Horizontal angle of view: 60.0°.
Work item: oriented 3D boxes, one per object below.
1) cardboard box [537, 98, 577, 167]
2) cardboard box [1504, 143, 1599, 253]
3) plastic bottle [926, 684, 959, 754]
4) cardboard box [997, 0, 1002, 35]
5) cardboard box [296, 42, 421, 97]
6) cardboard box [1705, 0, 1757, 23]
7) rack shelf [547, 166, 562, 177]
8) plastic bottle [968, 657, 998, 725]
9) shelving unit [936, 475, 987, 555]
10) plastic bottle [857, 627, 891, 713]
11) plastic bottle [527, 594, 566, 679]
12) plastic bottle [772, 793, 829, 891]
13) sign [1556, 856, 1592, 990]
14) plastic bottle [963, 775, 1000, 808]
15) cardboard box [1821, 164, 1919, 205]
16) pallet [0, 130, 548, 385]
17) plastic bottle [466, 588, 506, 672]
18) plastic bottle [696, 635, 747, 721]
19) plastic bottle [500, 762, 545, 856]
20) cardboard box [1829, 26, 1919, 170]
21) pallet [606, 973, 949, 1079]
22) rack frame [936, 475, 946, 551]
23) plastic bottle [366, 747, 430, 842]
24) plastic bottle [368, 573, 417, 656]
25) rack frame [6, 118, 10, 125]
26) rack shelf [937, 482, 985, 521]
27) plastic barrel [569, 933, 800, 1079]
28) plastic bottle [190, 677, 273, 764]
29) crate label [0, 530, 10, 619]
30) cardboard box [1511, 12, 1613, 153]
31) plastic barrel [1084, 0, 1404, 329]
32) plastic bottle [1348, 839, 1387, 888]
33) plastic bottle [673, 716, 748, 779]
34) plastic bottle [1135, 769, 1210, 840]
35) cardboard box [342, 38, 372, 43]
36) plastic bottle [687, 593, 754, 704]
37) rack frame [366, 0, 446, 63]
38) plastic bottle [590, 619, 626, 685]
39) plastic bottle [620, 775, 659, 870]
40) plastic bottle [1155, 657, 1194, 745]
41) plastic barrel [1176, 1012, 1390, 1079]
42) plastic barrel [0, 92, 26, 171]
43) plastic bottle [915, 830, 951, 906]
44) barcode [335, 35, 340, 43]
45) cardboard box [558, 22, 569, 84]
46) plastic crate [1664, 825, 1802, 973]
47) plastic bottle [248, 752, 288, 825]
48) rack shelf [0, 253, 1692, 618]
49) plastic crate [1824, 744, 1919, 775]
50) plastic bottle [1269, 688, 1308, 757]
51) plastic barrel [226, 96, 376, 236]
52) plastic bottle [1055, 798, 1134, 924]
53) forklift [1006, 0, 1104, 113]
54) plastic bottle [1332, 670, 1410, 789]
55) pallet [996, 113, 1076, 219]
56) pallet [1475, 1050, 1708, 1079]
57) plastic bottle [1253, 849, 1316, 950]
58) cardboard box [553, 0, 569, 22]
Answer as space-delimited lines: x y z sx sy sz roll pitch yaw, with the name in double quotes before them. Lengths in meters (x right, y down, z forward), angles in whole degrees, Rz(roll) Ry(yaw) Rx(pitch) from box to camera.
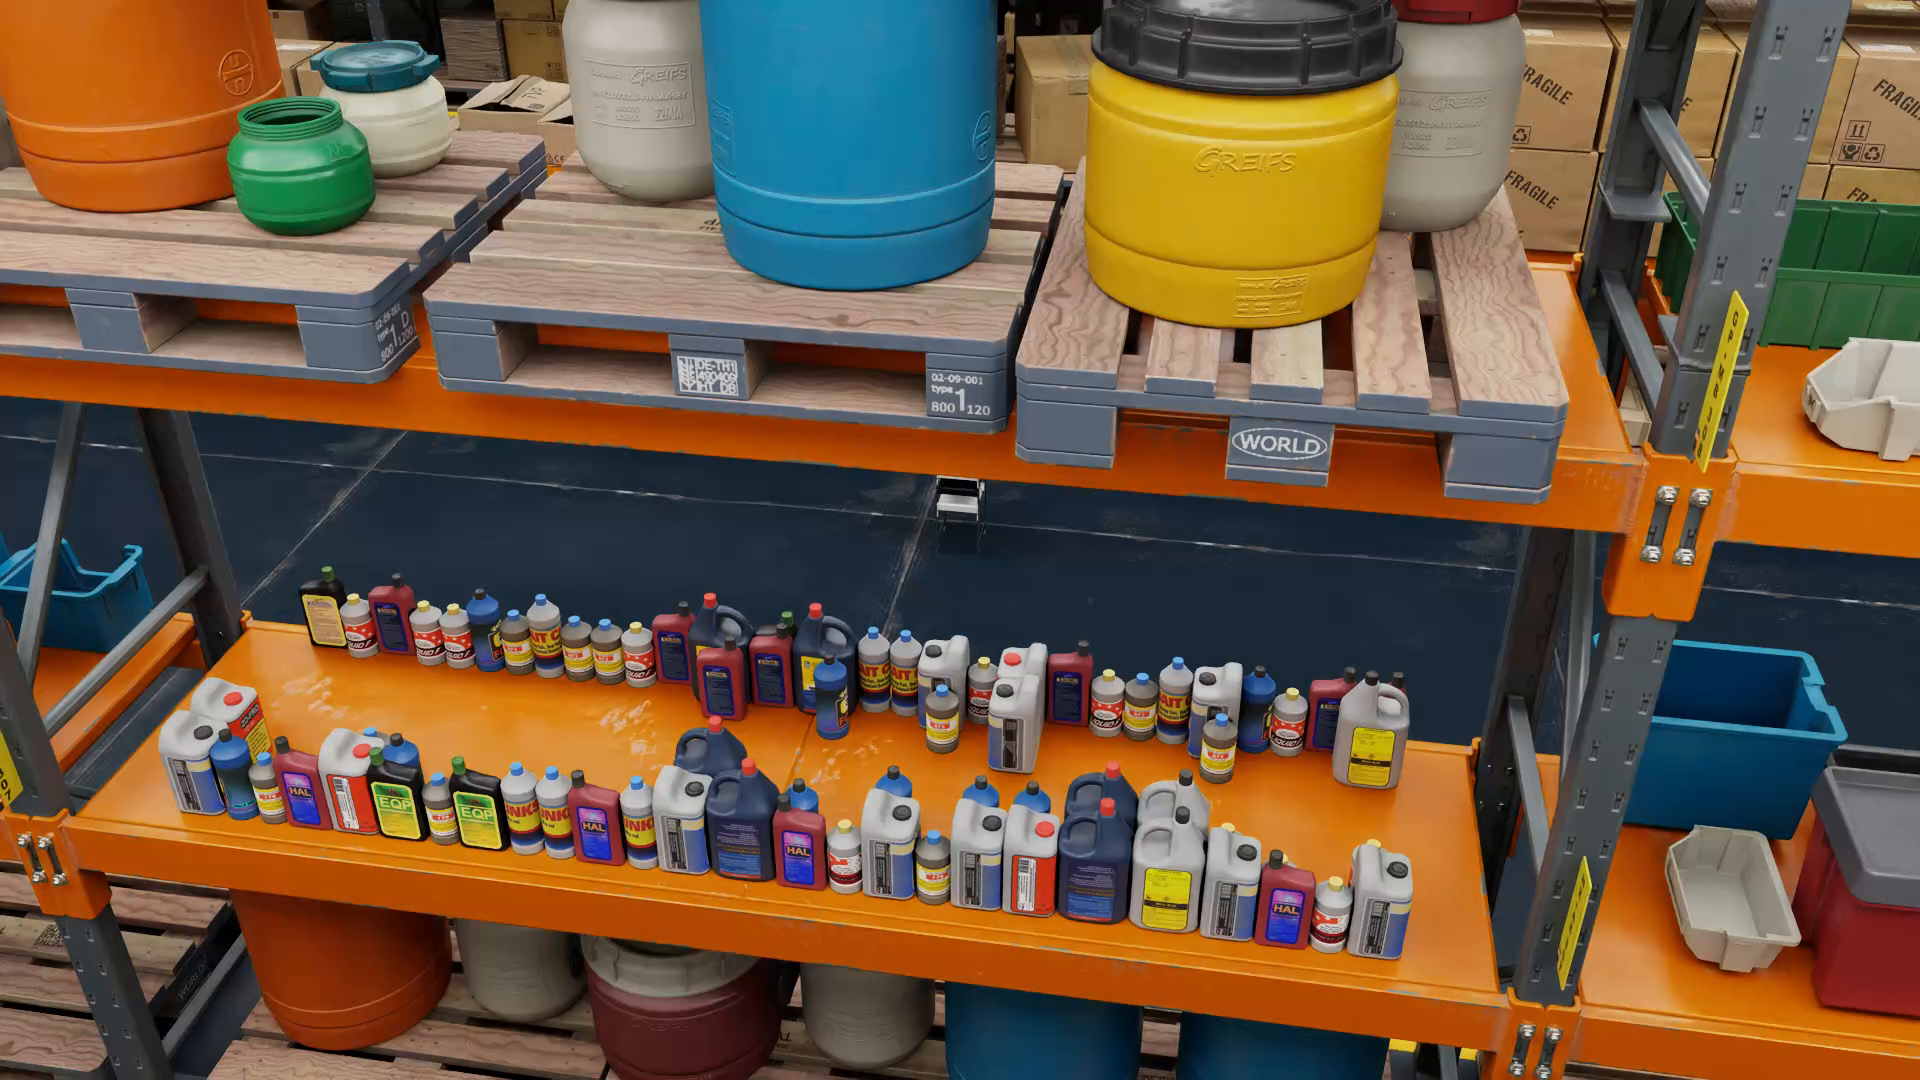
"cardboard box" -1.972 -2.264 9.124 0.500 0.311 0.500 7 33 11
"cardboard box" 2.779 -1.744 8.115 0.500 0.500 0.500 6 33 9
"plastic bottle" -0.051 0.508 4.799 0.097 0.201 0.097 0 32 0
"cardboard box" -0.088 -3.970 13.396 0.750 0.750 0.750 5 32 8
"cardboard box" -3.278 -2.430 9.211 0.500 0.500 0.500 3 32 6
"cardboard box" 3.866 -2.357 8.151 0.500 0.500 0.500 5 32 9
"rack shelf" -3.592 -2.120 9.488 4.000 0.370 1.077 5 32 8
"plastic bottle" 0.071 0.437 4.912 0.097 0.201 0.097 0 32 0
"shelving unit" 0.008 -0.381 8.010 0.210 0.900 0.258 5 32 8
"plastic bottle" -0.254 0.378 4.940 0.097 0.271 0.097 0 32 0
"plastic bottle" -1.265 0.286 5.087 0.097 0.271 0.097 0 32 0
"plastic bottle" -0.412 0.777 4.292 0.133 0.283 0.061 5 32 8
"sign" 1.391 0.871 3.771 0.005 0.325 0.100 5 32 8
"plastic bottle" 0.055 0.733 4.374 0.097 0.271 0.097 0 32 0
"cardboard box" 4.278 -1.610 7.900 0.500 0.500 0.500 5 32 8
"pallet" -1.720 -0.728 3.937 1.213 0.211 1.003 5 32 8
"plastic bottle" -1.457 0.269 5.114 0.097 0.271 0.097 0 32 0
"plastic bottle" -0.703 0.400 4.894 0.133 0.283 0.061 5 32 8
"plastic bottle" -1.161 0.704 4.419 0.097 0.271 0.097 0 32 0
"cardboard box" 4.264 -2.029 7.628 0.500 0.500 0.500 6 33 10
"pallet" -0.475 1.684 5.360 1.213 0.211 1.003 5 32 8
"rack frame" -0.092 -0.390 8.025 0.006 0.900 0.240 5 32 8
"plastic bottle" -1.505 0.678 4.450 0.133 0.283 0.061 5 32 8
"plastic bottle" -1.760 0.227 5.171 0.133 0.283 0.061 5 32 8
"rack frame" -2.458 -2.199 3.282 0.127 3.000 1.000 5 32 8
"rack shelf" 0.008 -0.200 8.123 0.200 0.077 0.258 5 32 8
"plastic barrel" -0.860 1.323 5.186 0.708 0.588 0.600 5 32 8
"plastic bottle" -2.060 0.524 4.702 0.135 0.276 0.152 5 32 8
"crate label" -3.392 0.098 5.232 0.616 0.435 0.502 5 32 8
"cardboard box" 2.739 -2.167 7.848 0.500 0.500 0.500 6 33 9
"plastic barrel" 0.551 -0.804 3.307 0.600 0.588 0.600 0 32 0
"plastic bottle" 1.045 0.852 4.249 0.097 0.201 0.097 0 32 0
"plastic bottle" -0.669 0.621 4.478 0.185 0.351 0.144 5 32 8
"plastic bottle" 0.548 0.735 4.295 0.185 0.351 0.144 5 32 8
"cardboard box" -5.266 -4.212 14.409 0.250 0.166 0.380 1 32 2
"plastic bottle" -0.711 0.315 4.965 0.185 0.351 0.144 5 32 8
"rack frame" -4.734 -5.195 13.722 0.127 3.000 1.000 5 32 8
"plastic bottle" -1.073 0.333 5.078 0.097 0.201 0.097 0 32 0
"plastic bottle" -0.838 0.734 4.372 0.097 0.271 0.097 0 32 0
"plastic bottle" 0.623 0.457 4.814 0.097 0.271 0.097 0 32 0
"plastic barrel" 0.952 1.355 4.841 0.708 0.901 0.600 5 32 8
"plastic barrel" -2.712 -1.163 4.349 0.421 0.512 0.421 0 32 0
"plastic bottle" -0.067 0.833 4.279 0.097 0.201 0.097 0 32 0
"barcode" -5.521 -4.436 14.715 0.075 0.075 0.001 5 32 8
"cardboard box" -2.992 -4.178 14.039 0.500 0.500 0.700 6 32 9
"plastic crate" 1.920 0.903 4.172 0.243 0.136 0.396 5 32 8
"plastic bottle" -1.880 0.669 4.542 0.097 0.201 0.097 0 32 0
"rack shelf" -0.486 -0.444 3.984 4.000 0.370 1.077 5 32 8
"plastic crate" 2.634 0.751 4.425 0.590 0.125 0.437 5 32 8
"plastic bottle" 0.947 0.516 4.785 0.097 0.201 0.097 0 32 0
"plastic barrel" -1.452 -0.825 3.665 0.294 0.245 0.294 0 32 0
"plastic bottle" 0.342 0.794 4.201 0.185 0.351 0.144 5 32 8
"forklift" 0.221 -3.001 10.283 3.031 2.935 1.130 6 33 9
"plastic bottle" 1.153 0.517 4.643 0.185 0.351 0.144 5 32 8
"pallet" 0.297 -1.994 8.790 1.213 0.211 1.003 5 32 8
"pallet" 2.217 1.928 4.971 1.213 0.211 1.003 5 32 8
"plastic bottle" 0.807 0.887 4.115 0.133 0.283 0.061 5 32 8
"cardboard box" -3.057 -4.501 13.848 0.500 0.250 0.500 4 32 7
